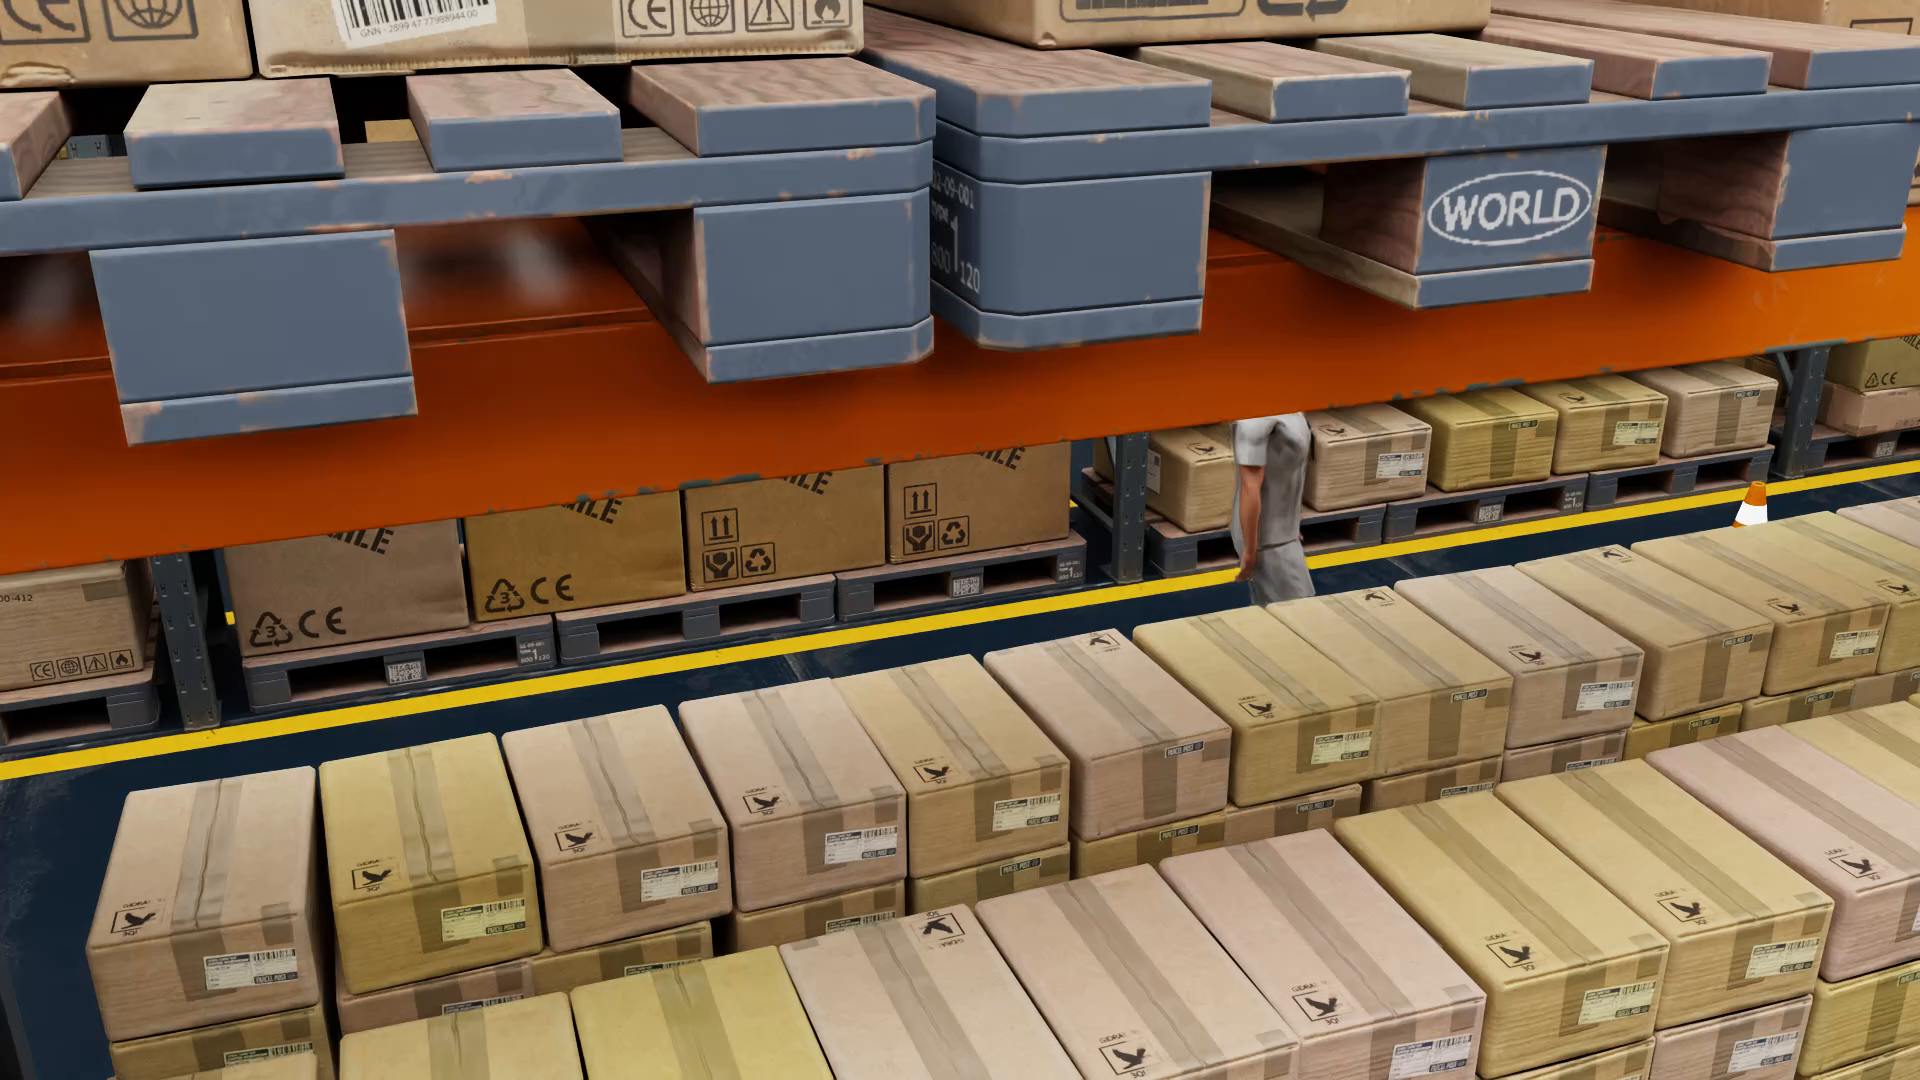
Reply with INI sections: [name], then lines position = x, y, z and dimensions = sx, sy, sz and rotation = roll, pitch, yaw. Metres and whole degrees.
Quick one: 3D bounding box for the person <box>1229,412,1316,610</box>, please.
[person]
position = 1.103, -0.022, 6.108
dimensions = 0.524, 1.661, 0.452
rotation = 5, 23, 11
